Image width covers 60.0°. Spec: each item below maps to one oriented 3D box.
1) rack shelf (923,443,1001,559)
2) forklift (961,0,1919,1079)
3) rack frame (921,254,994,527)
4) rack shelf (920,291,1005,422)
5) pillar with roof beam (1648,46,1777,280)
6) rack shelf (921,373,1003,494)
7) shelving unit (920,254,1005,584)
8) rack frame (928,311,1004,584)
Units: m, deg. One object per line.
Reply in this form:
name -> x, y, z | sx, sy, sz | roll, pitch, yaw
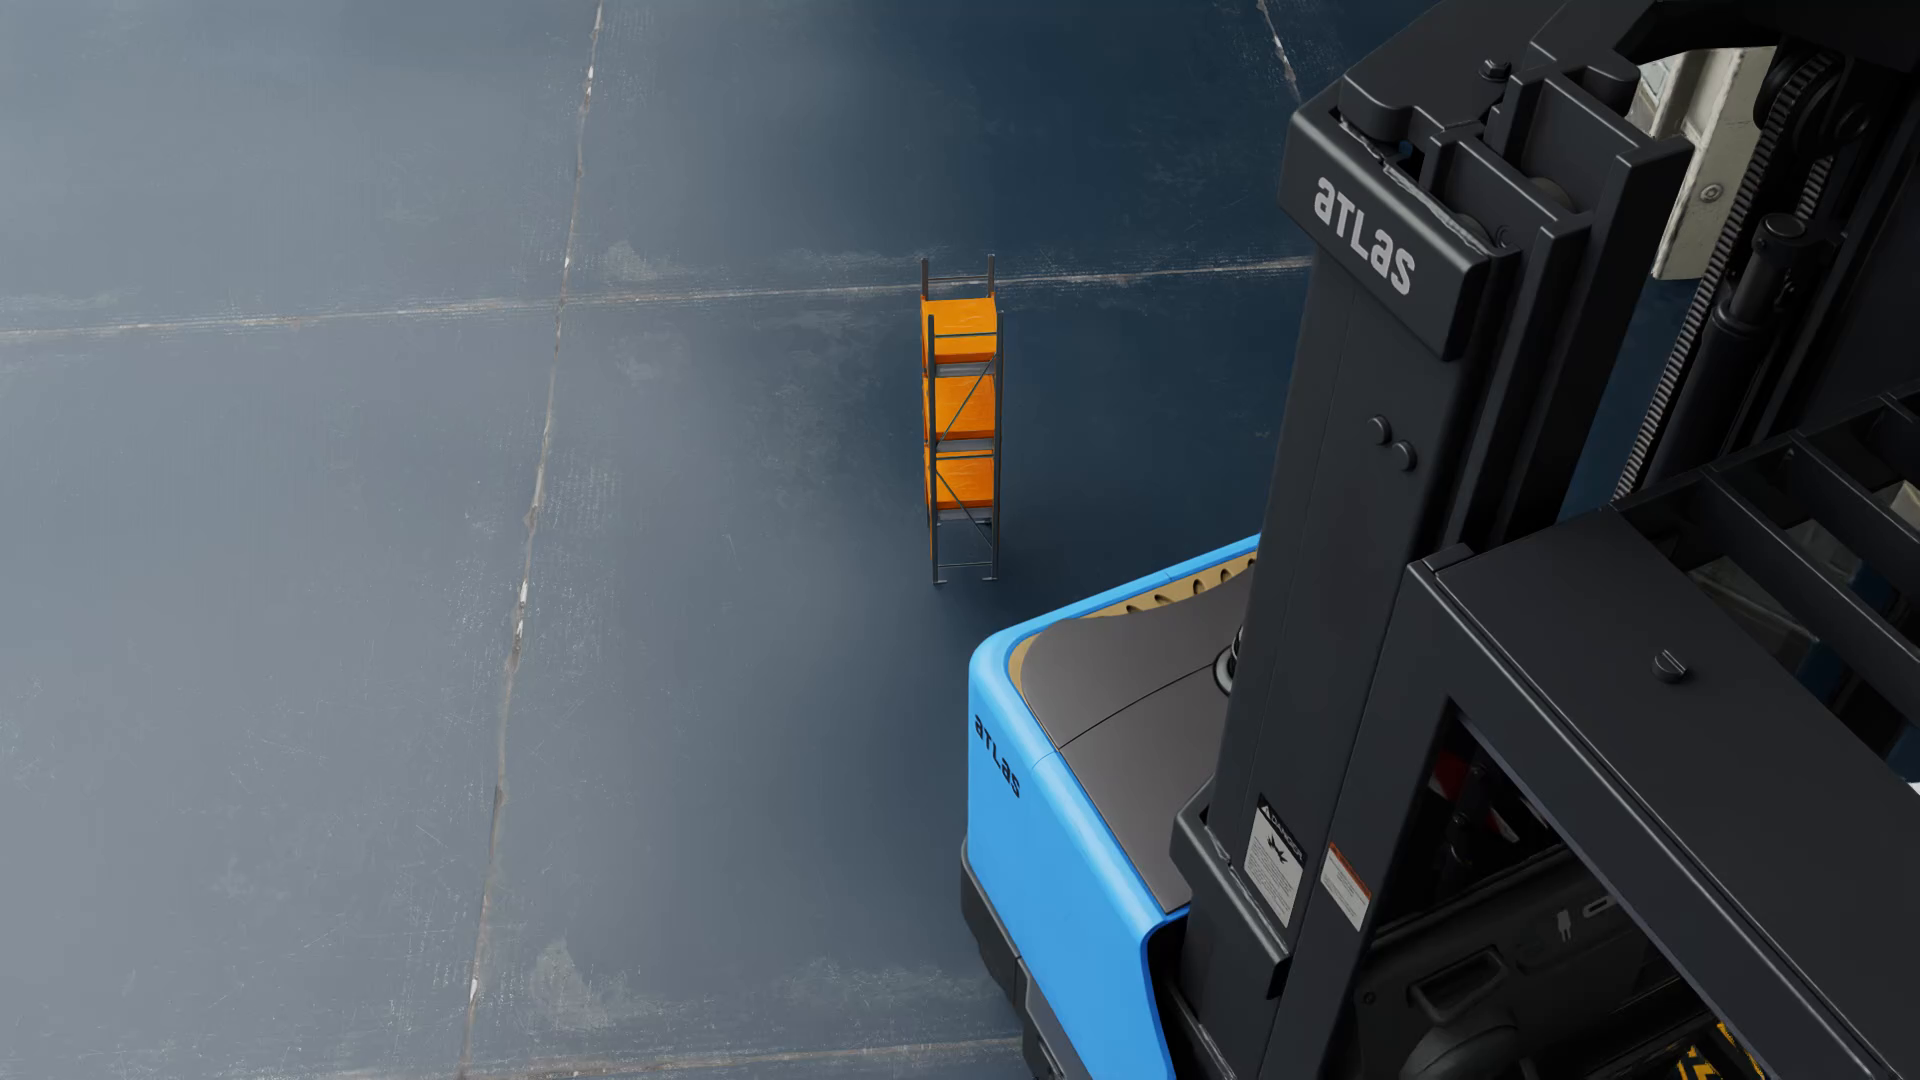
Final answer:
rack shelf -> 0.004, -0.124, 5.042 | 0.215, 0.259, 0.240 | -3, 47, -3
forklift -> 1.104, 0.759, 2.512 | 1.130, 2.935, 3.031 | -20, 50, -18
rack frame -> -0.006, -0.411, 4.916 | 0.200, 1.050, 0.008 | -3, 47, -3
rack shelf -> 0.004, -0.510, 4.634 | 0.215, 0.259, 0.240 | -3, 47, -3
pillar with roof beam -> -1.573, -3.948, 2.792 | 9.100, 9.000, 0.400 | -3, 47, -3
rack shelf -> 0.004, -0.315, 4.840 | 0.215, 0.259, 0.240 | -3, 47, -3
shelving unit -> 0.004, -0.322, 4.832 | 0.215, 1.050, 0.252 | -3, 47, -3
rack frame -> 0.015, -0.234, 4.749 | 0.200, 1.050, 0.008 | -3, 47, -3
